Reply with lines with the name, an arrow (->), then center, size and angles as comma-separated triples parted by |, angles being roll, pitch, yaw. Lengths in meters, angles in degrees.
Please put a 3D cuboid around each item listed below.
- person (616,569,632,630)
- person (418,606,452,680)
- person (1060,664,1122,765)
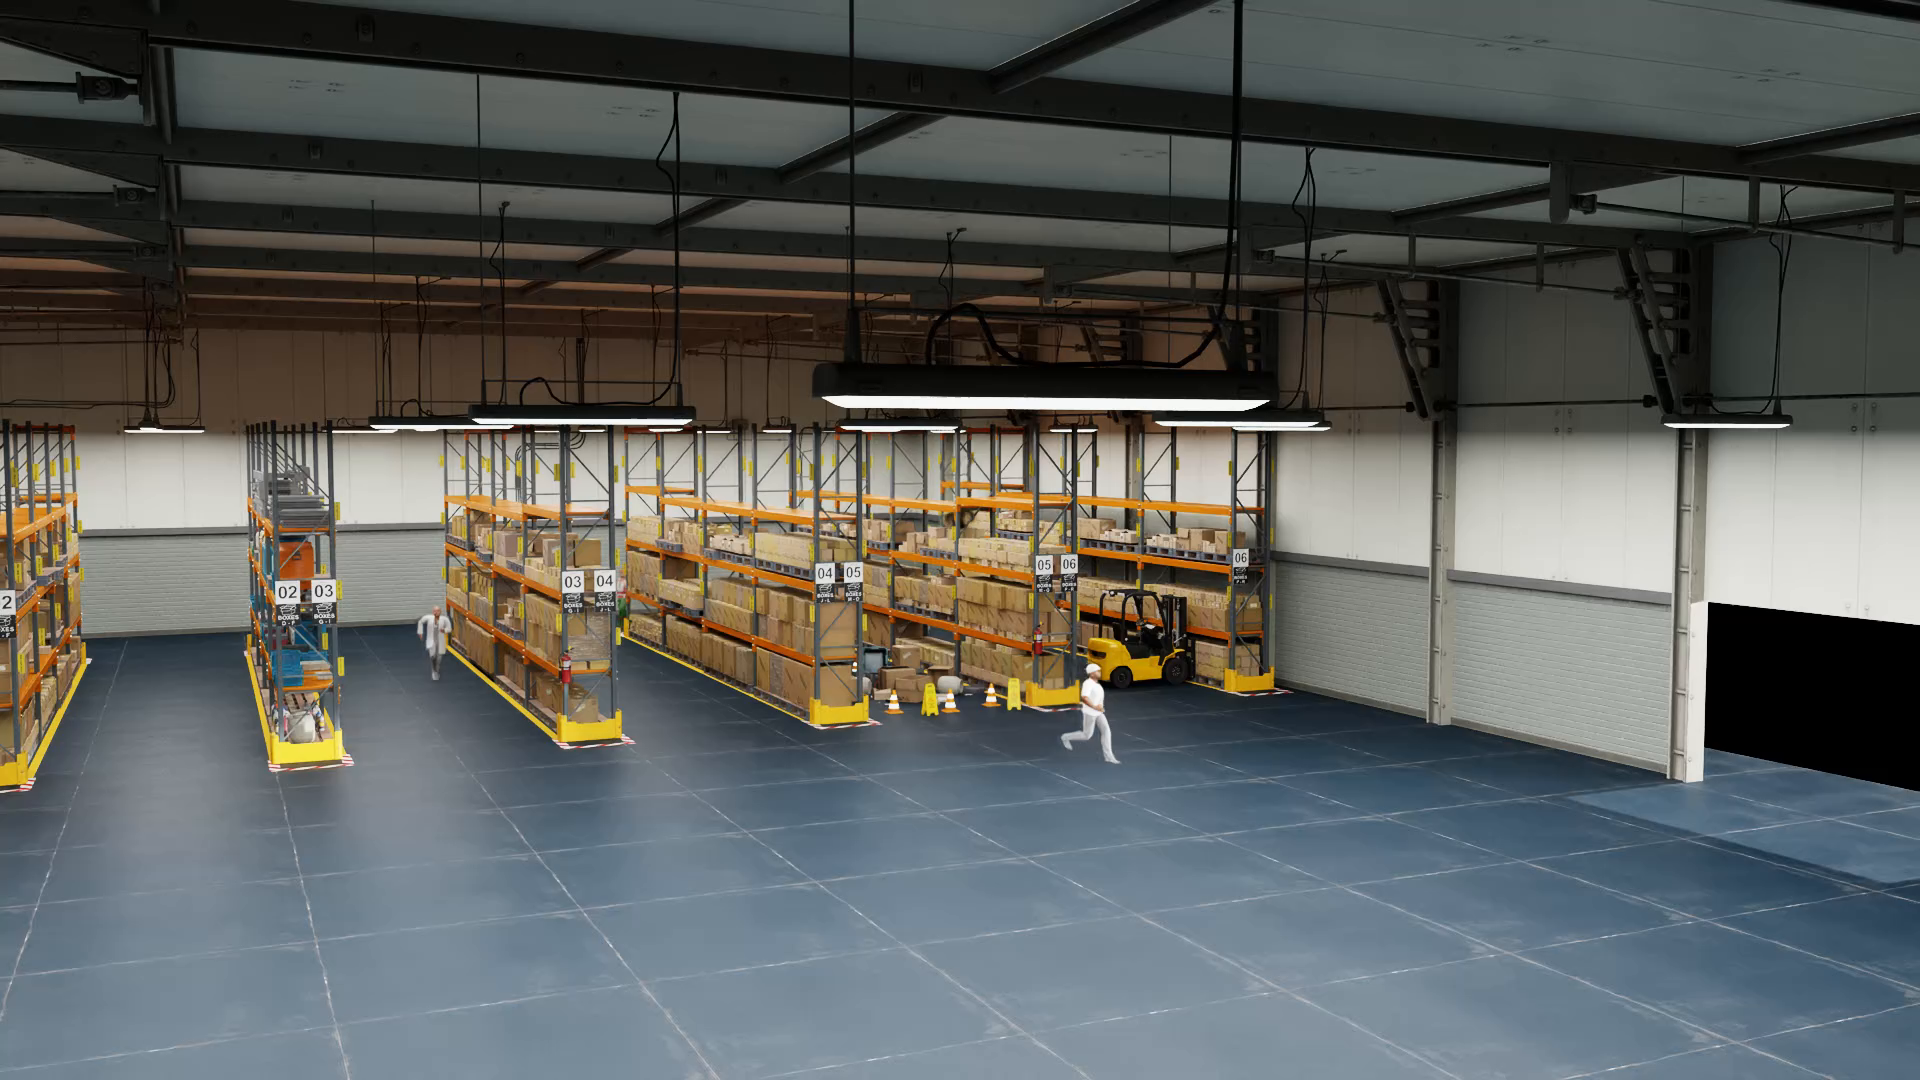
person -> -9.922, 1.754, 48.960 | 0.639, 1.831, 0.790 | 2, 4, 34
person -> -12.260, 2.406, 38.843 | 0.750, 1.744, 0.864 | -1, 4, -20
person -> 2.297, 3.045, 29.164 | 1.102, 1.757, 0.670 | 2, 4, 28
